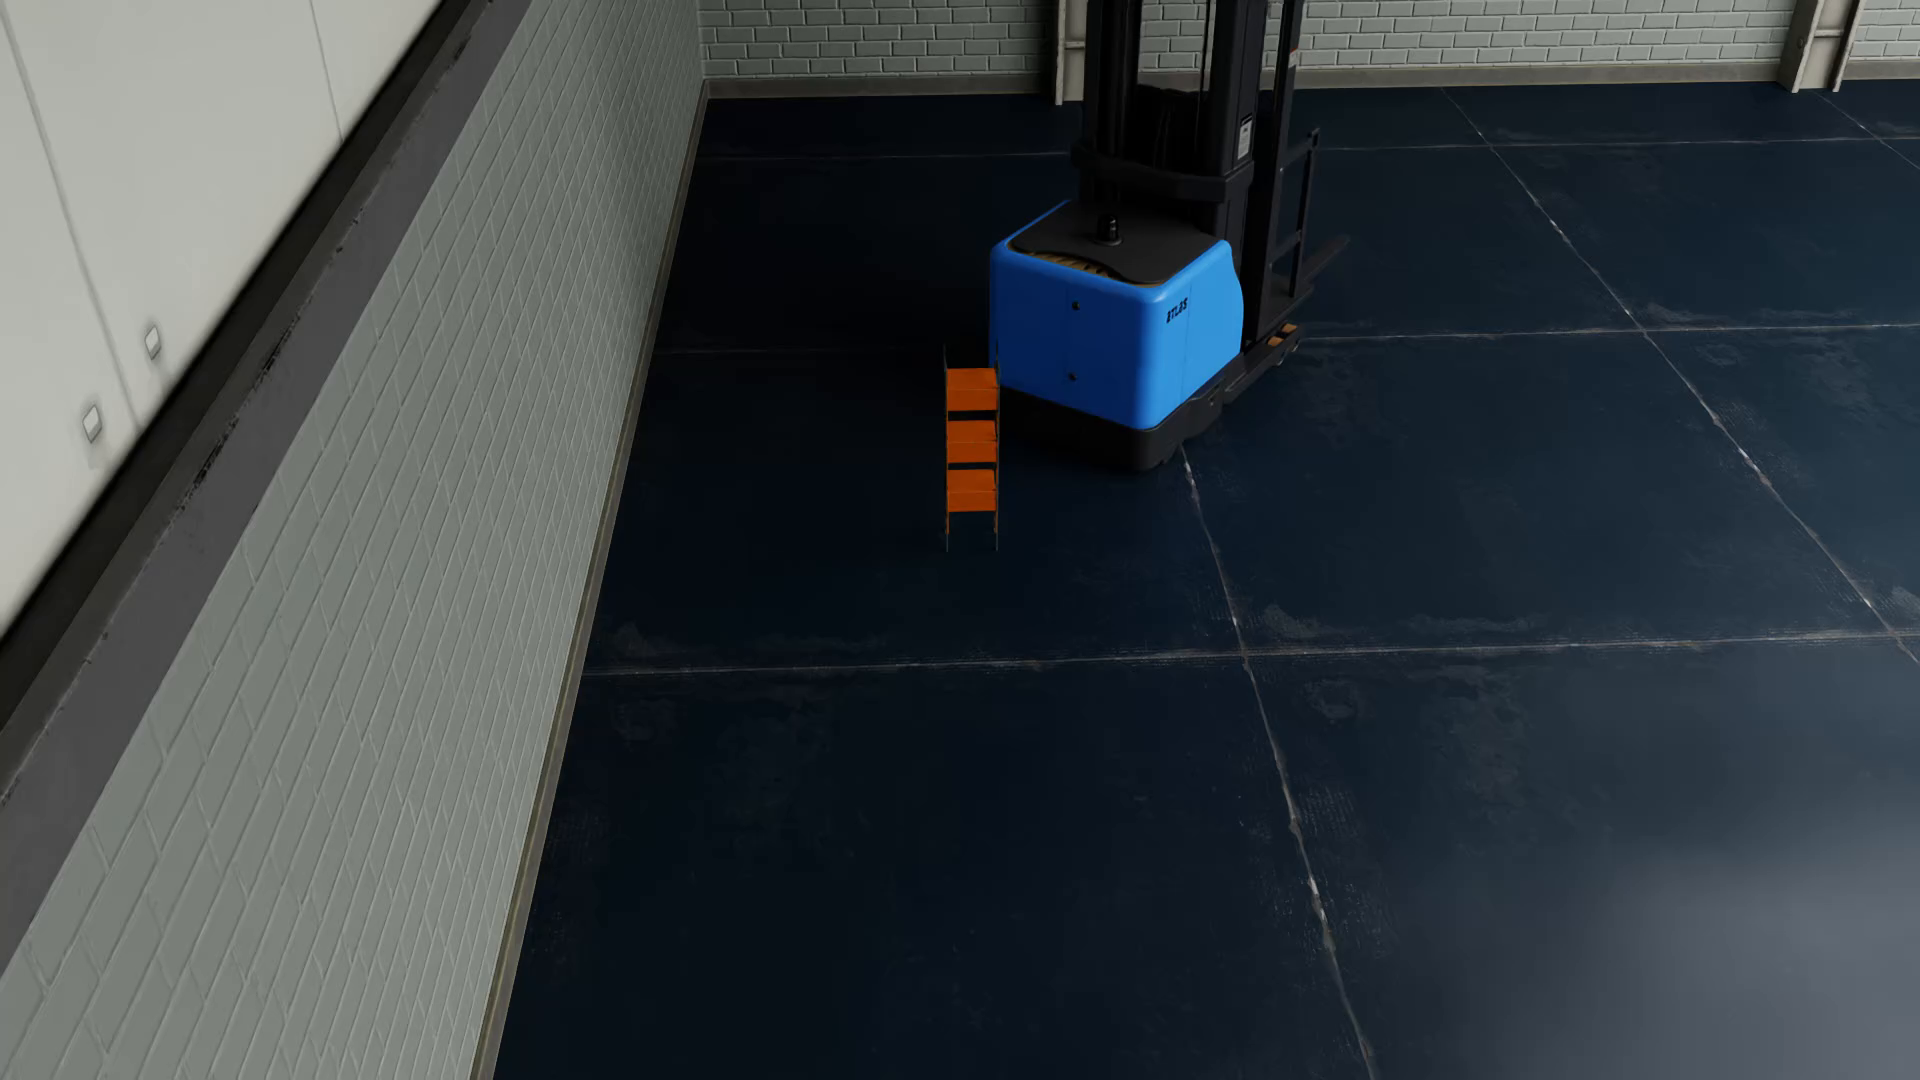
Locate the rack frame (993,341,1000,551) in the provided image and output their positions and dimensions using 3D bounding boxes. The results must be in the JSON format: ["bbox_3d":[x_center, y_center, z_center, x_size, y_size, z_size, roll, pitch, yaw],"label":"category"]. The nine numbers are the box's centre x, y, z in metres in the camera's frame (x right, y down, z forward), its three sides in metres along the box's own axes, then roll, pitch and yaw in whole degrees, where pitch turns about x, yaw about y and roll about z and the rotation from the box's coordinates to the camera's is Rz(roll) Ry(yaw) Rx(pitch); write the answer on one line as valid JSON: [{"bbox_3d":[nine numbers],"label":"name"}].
[{"bbox_3d":[0.175,-0.436,7.958,0.008,1.050,0.200,-2,35,-2],"label":"rack frame"}]

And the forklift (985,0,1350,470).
[{"bbox_3d":[1.381,-2.364,9.091,1.130,2.935,3.031,21,40,27],"label":"forklift"}]

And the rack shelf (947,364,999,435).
[{"bbox_3d":[0.053,-0.658,7.798,0.240,0.259,0.215,-2,35,-2],"label":"rack shelf"}]

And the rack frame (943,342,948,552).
[{"bbox_3d":[-0.068,-0.430,7.949,0.008,1.050,0.200,-2,35,-2],"label":"rack frame"}]

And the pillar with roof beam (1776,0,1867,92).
[{"bbox_3d":[7.144,-4.980,7.539,0.400,9.000,9.100,-2,35,-2],"label":"pillar with roof beam"}]

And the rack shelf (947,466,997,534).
[{"bbox_3d":[0.053,-0.196,8.117,0.240,0.259,0.215,-2,35,-2],"label":"rack shelf"}]

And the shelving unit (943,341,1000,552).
[{"bbox_3d":[0.053,-0.433,7.953,0.252,1.050,0.215,-2,35,-2],"label":"shelving unit"}]

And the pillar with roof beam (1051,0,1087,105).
[{"bbox_3d":[1.150,-4.819,7.305,0.400,9.000,9.100,-2,35,-2],"label":"pillar with roof beam"}]

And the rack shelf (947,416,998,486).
[{"bbox_3d":[0.053,-0.424,7.959,0.240,0.259,0.215,-2,35,-2],"label":"rack shelf"}]
